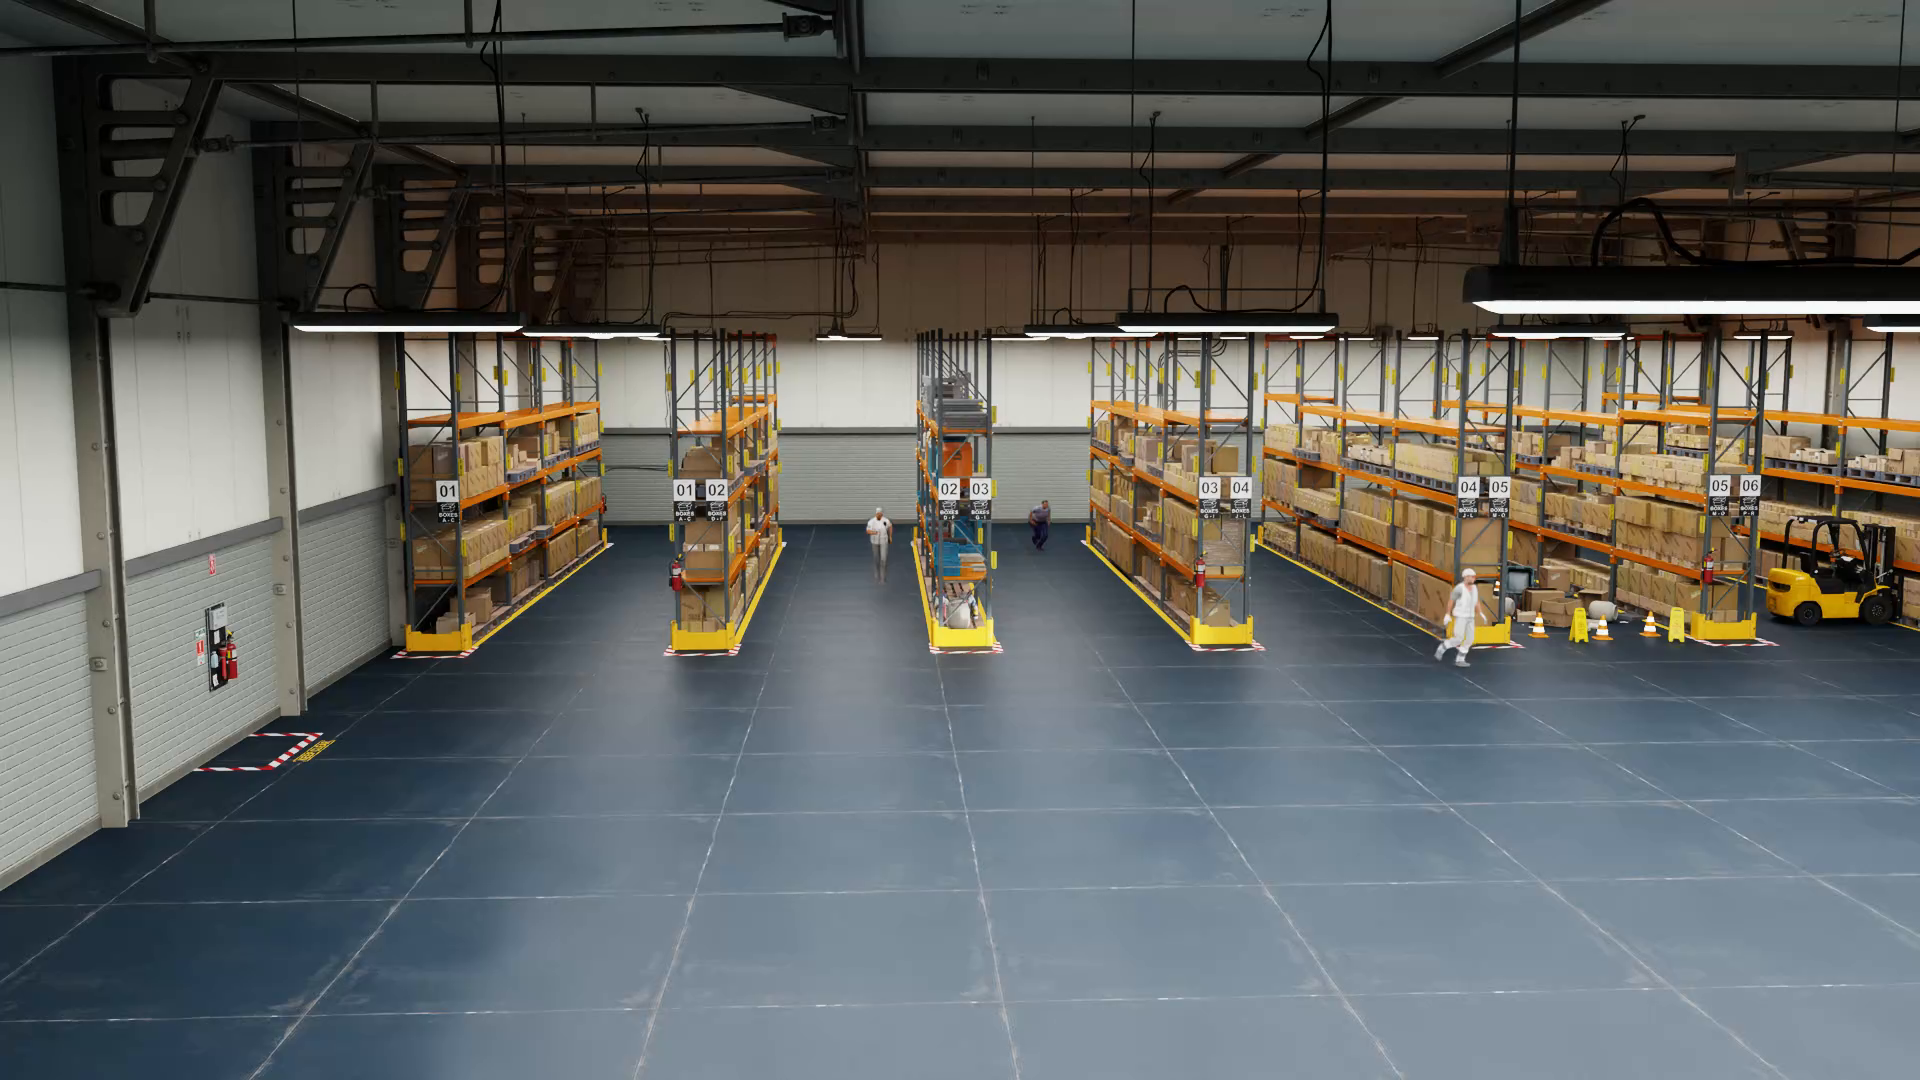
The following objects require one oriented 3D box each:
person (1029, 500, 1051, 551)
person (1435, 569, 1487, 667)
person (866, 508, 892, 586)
[{"bbox_3d":[2.195,-0.423,46.164,0.623,1.460,0.842,-3,7,-23],"label":"person"},{"bbox_3d":[8.893,1.368,29.565,0.710,1.759,0.696,-4,8,-32],"label":"person"},{"bbox_3d":[-1.851,0.128,38.096,0.562,1.757,0.801,0,7,3],"label":"person"}]
